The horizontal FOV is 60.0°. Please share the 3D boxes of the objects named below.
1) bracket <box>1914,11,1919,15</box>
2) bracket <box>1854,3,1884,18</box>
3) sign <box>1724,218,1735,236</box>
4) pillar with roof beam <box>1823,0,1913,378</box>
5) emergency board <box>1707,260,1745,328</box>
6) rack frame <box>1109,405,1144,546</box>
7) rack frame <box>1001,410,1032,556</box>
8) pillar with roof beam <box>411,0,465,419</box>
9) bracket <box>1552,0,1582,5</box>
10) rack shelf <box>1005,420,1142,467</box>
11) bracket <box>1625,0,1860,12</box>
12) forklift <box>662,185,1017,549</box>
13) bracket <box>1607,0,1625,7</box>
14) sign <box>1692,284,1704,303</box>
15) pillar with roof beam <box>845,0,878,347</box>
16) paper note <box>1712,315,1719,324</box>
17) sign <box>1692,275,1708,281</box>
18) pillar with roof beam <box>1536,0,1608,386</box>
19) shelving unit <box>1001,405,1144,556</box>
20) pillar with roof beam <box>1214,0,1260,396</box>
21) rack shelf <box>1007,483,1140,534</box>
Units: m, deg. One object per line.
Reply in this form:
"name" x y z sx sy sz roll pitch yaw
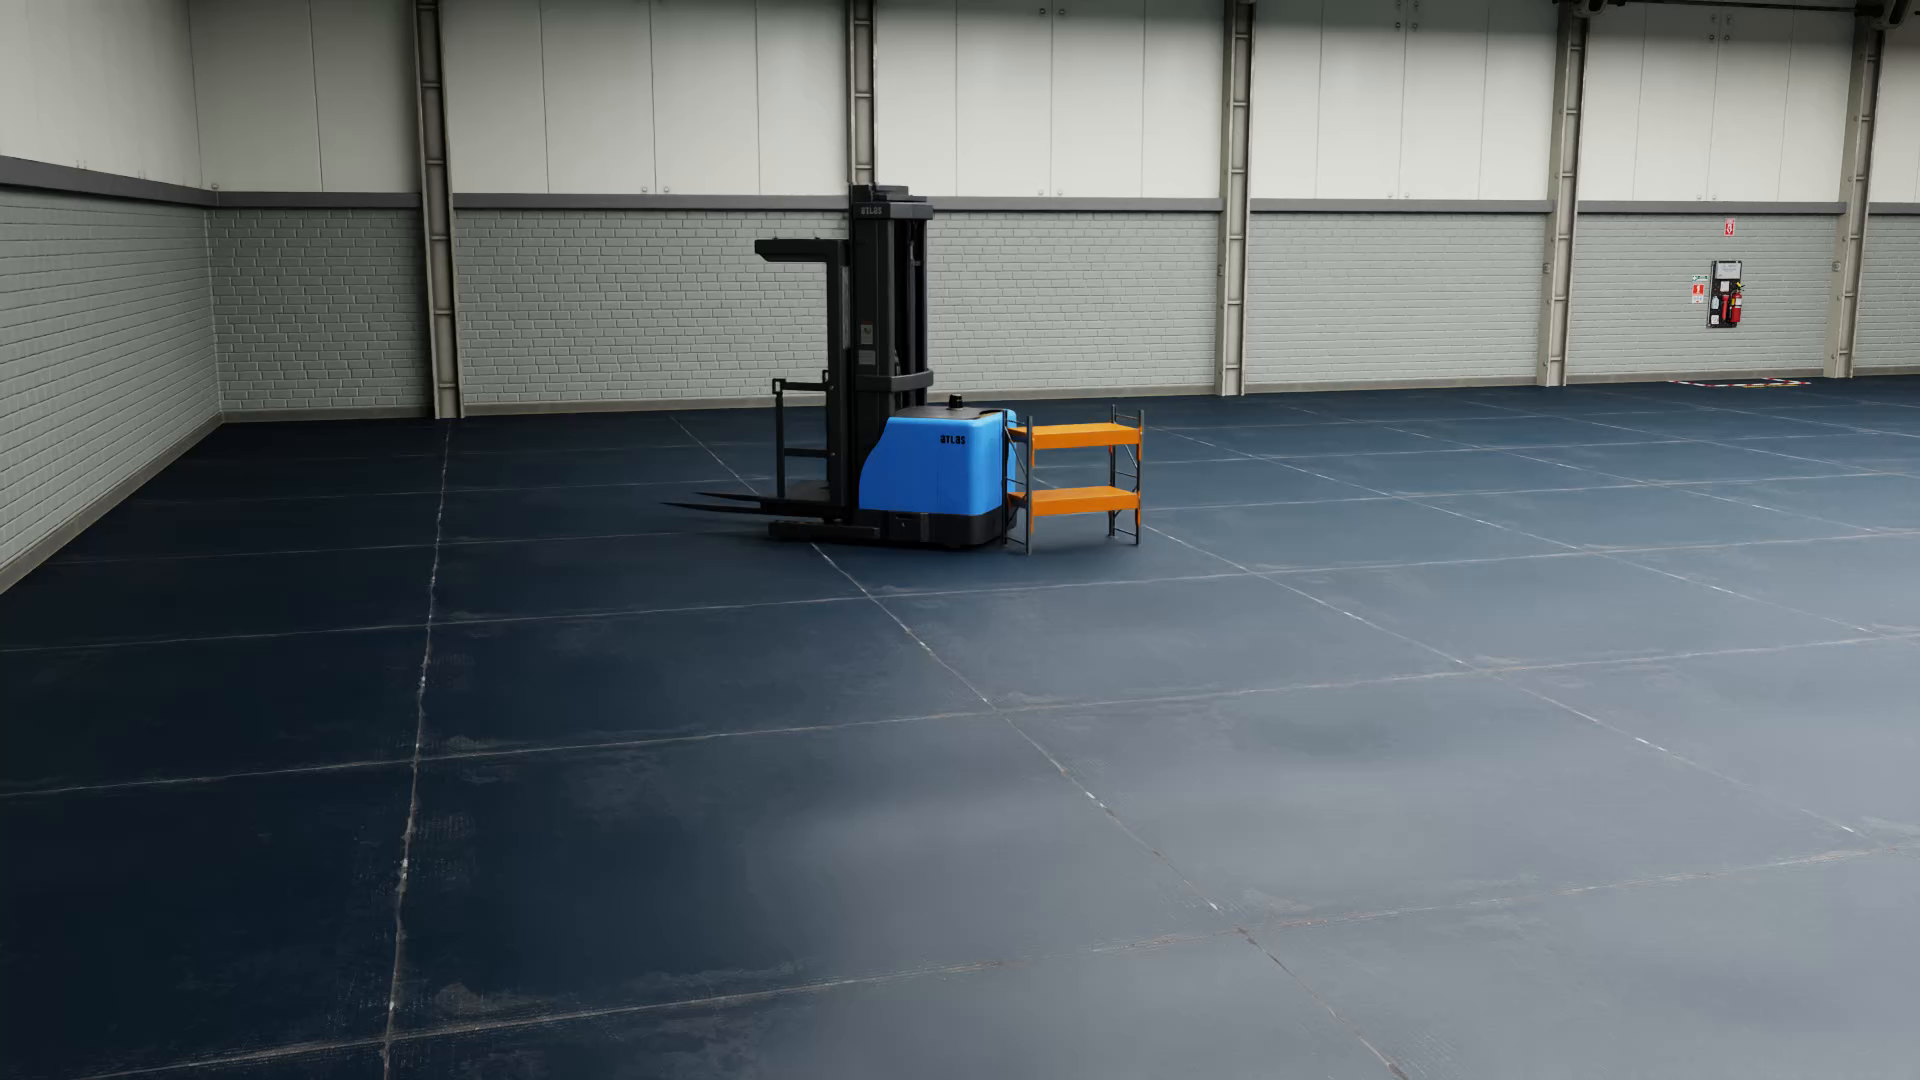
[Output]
"bracket" 18.820 -9.231 29.395 4.783 0.066 0.076 -3 11 -16
"bracket" 15.549 -9.059 28.458 0.430 0.232 0.235 -3 11 -16
"sign" 13.429 -5.460 29.015 0.199 0.298 0.001 -3 11 -16
"pillar with roof beam" 17.052 -6.623 25.168 0.548 9.000 9.100 -3 11 -16
"emergency board" 13.465 -4.303 29.133 0.643 1.169 0.194 -3 11 -16
"rack frame" 1.389 -0.545 13.898 0.032 1.125 0.500 -5 11 -24
"rack frame" 0.460 -0.470 13.492 0.032 1.125 0.500 -5 11 -24
"pillar with roof beam" -5.992 -5.409 18.571 0.400 9.000 9.100 -3 11 -16
"bracket" 9.788 -8.755 26.809 0.430 0.232 0.235 -3 11 -16
"rack shelf" 0.924 -0.795 13.642 1.000 0.278 0.538 -5 11 -24
"bracket" 13.059 -8.928 27.745 4.783 0.066 0.076 -3 11 -16
"forklift" -1.083 -1.510 14.154 3.031 2.935 1.130 4 11 20
"bracket" 10.585 -8.797 27.037 0.430 0.232 0.235 -3 11 -16
"sign" 12.905 -4.310 29.076 0.234 0.329 0.001 -3 11 -16
"pillar with roof beam" -0.231 -5.712 20.221 0.400 9.000 9.100 -3 11 -16
"paper note" 13.276 -3.872 29.230 0.142 0.148 0.016 -3 11 -16
"sign" 12.912 -4.569 29.020 0.331 0.109 0.001 -3 11 -16
"pillar with roof beam" 11.291 -6.319 23.519 0.548 9.000 9.100 -3 11 -16
"shelving unit" 0.924 -0.507 13.695 1.048 1.125 0.538 -5 11 -24
"pillar with roof beam" 5.530 -6.016 21.870 0.548 9.000 9.100 -3 11 -16
"rack shelf" 0.924 -0.267 13.739 1.000 0.278 0.538 -5 11 -24
